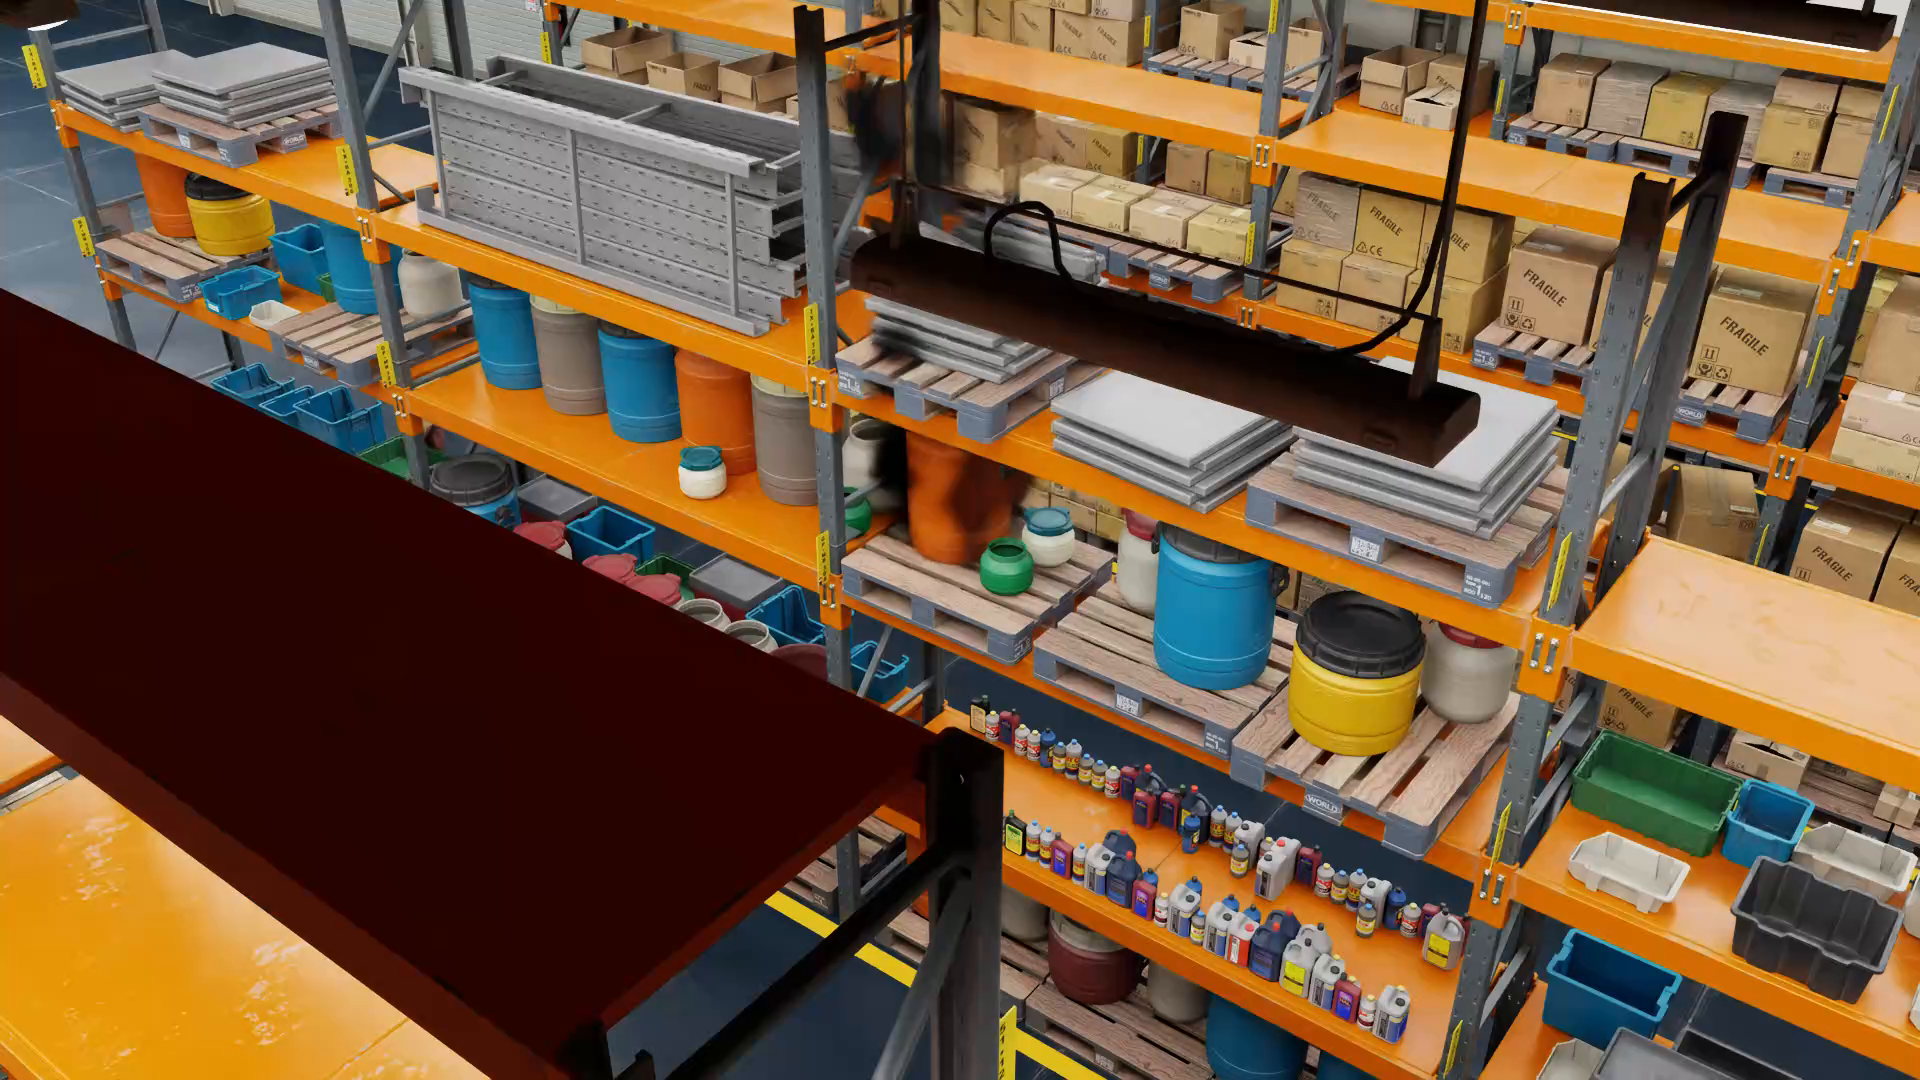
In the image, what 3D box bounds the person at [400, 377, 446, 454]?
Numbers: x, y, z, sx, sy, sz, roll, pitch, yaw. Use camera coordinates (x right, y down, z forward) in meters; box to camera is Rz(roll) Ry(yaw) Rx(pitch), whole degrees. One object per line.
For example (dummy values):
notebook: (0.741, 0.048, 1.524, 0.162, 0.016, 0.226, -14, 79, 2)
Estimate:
person: (-4.959, -1.053, 15.417, 0.678, 1.689, 0.571, 19, 36, 28)
